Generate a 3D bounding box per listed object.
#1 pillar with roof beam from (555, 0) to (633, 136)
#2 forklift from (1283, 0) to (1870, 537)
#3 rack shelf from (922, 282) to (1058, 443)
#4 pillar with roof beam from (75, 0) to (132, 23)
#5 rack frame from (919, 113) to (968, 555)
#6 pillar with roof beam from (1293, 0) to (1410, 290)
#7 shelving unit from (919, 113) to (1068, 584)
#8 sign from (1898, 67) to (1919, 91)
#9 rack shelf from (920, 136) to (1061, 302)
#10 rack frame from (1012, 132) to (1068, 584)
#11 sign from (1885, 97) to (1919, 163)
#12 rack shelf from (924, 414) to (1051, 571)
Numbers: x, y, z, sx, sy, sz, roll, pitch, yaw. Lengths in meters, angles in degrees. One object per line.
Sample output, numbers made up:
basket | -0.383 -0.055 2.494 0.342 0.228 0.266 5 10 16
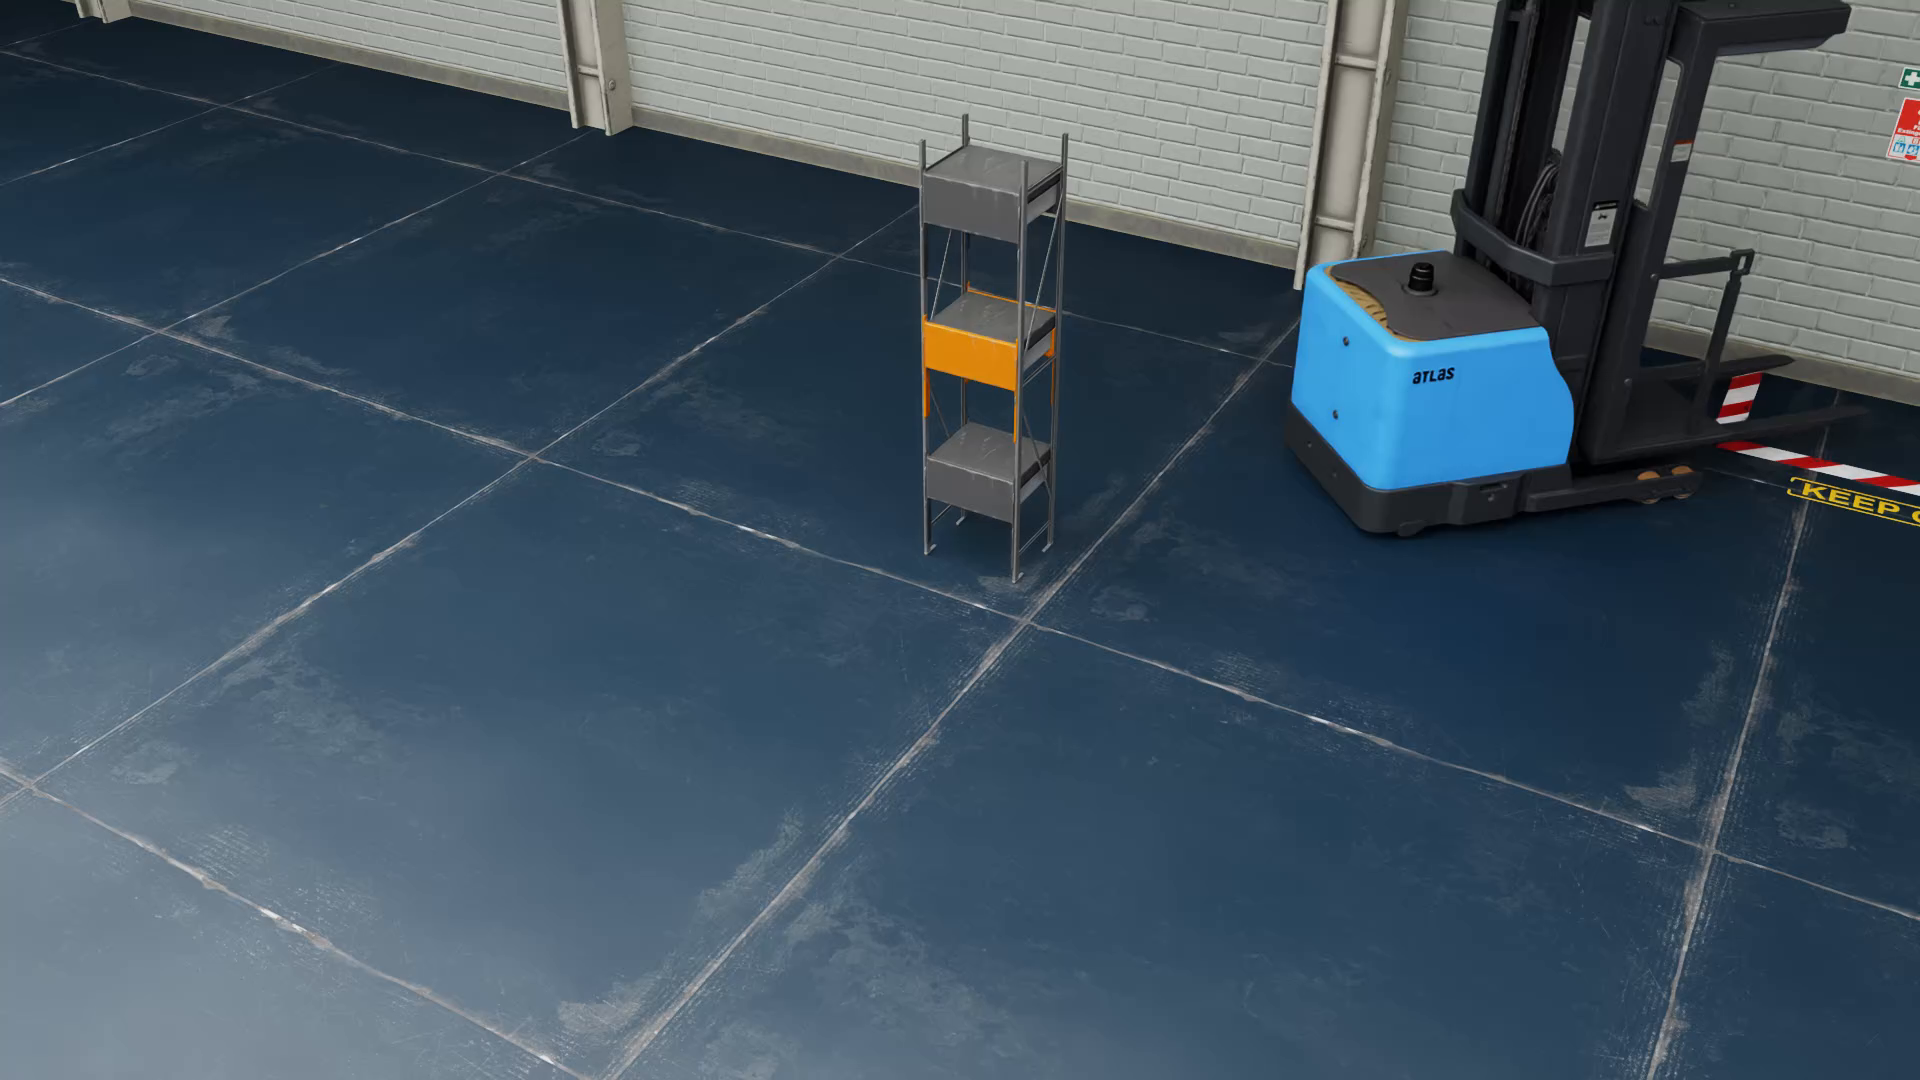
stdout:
pillar with roof beam | -4.959 -4.959 7.578 0.400 9.000 9.100 18 37 24
forklift | 3.312 -1.679 8.126 3.031 2.935 1.130 -9 35 -13
rack shelf | 0.144 -0.817 7.607 0.480 0.518 0.431 18 37 24
pillar with roof beam | -10.169 -6.609 10.056 0.400 9.000 9.100 18 37 24
rack frame | -0.068 -0.896 7.700 0.015 2.100 0.400 18 37 24
pillar with roof beam | 0.250 -3.309 5.100 0.400 9.000 9.100 18 37 24
shelving unit | 0.144 -0.828 7.600 0.503 2.100 0.431 18 37 24
sign | 5.039 -2.363 8.582 0.331 0.109 0.001 18 37 24
rack shelf | 0.144 -1.400 7.219 0.480 0.518 0.431 18 37 24
rack frame | 0.356 -0.761 7.499 0.015 2.100 0.400 18 37 24
sign | 5.040 -2.148 8.737 0.234 0.329 0.001 18 37 24
rack shelf | 0.144 -0.234 7.995 0.480 0.518 0.431 18 37 24
